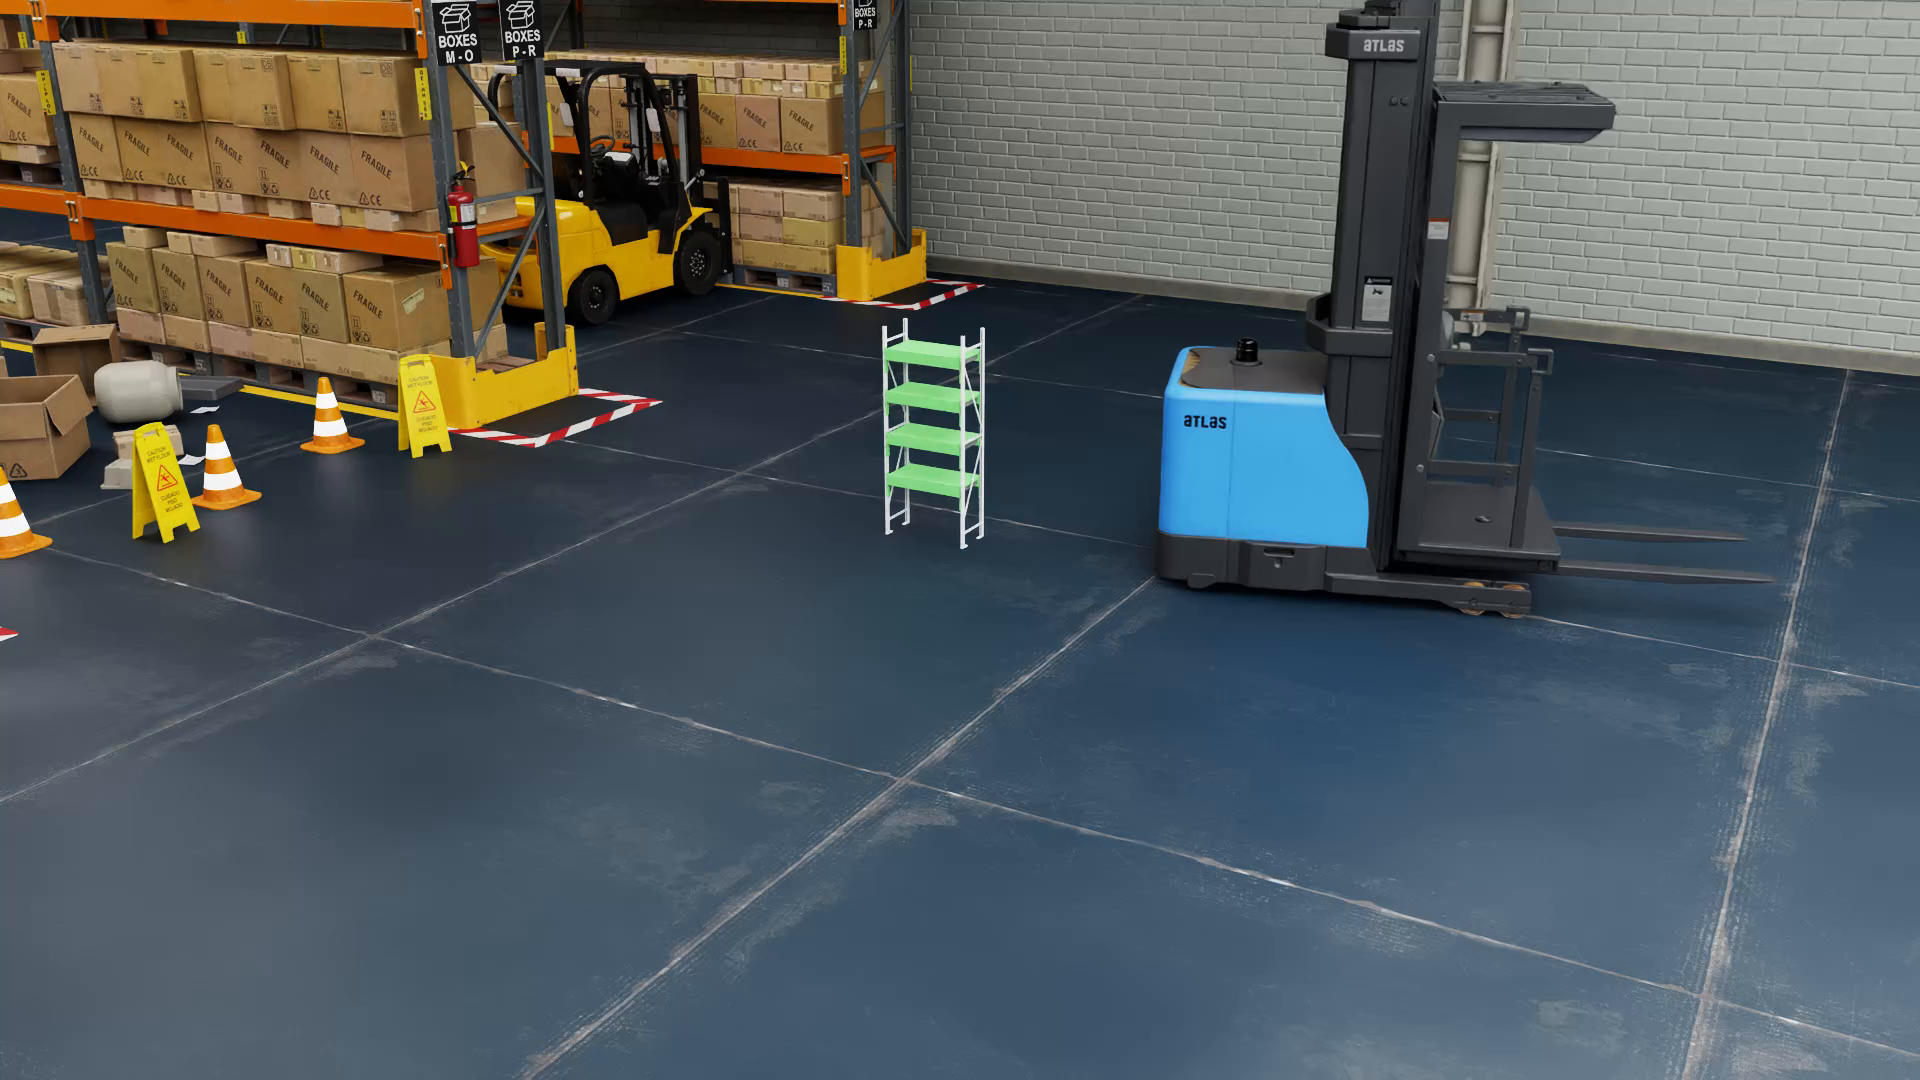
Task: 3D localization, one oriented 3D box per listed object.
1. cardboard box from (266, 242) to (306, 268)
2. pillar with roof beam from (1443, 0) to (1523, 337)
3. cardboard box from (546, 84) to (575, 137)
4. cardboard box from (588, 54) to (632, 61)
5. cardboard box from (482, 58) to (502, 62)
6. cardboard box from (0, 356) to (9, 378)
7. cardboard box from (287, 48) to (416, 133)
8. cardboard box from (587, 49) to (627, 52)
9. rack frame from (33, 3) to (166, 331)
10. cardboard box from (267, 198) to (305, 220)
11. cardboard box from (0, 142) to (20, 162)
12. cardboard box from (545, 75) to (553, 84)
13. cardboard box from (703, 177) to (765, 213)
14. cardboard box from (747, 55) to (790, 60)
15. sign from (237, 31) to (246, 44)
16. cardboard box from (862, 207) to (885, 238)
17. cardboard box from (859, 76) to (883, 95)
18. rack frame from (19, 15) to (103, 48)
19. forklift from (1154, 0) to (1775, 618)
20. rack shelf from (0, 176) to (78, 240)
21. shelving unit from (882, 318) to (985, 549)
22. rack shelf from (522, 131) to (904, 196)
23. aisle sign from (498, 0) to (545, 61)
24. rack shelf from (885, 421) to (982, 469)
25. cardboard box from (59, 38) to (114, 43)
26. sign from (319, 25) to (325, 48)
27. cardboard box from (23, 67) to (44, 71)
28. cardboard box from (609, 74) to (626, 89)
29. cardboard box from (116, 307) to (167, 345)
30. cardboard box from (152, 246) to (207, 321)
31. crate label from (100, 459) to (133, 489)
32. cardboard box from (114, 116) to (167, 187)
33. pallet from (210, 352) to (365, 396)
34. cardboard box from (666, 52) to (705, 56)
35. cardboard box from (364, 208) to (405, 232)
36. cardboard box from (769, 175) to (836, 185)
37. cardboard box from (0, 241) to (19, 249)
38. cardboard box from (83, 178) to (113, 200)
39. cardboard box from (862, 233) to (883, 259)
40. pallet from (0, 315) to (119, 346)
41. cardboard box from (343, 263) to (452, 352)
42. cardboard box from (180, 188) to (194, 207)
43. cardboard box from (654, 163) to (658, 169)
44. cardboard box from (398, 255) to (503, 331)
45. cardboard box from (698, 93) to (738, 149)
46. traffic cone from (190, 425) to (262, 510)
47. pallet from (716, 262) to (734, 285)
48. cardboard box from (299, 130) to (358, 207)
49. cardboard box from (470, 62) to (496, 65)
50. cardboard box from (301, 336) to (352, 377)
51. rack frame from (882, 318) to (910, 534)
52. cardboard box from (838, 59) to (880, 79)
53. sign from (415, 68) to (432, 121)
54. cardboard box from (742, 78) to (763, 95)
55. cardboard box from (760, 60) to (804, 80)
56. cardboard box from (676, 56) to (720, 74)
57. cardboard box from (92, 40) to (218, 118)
[{"bbox_3d":[-4.809,-2.099,12.117,0.250,0.149,0.380,12,23,30],"label":"cardboard box"},{"bbox_3d":[2.206,-4.756,9.279,0.400,9.000,9.100,11,23,27],"label":"pillar with roof beam"},{"bbox_3d":[-3.996,-4.392,16.926,0.500,0.500,0.500,10,22,26],"label":"cardboard box"},{"bbox_3d":[-3.449,-4.717,16.435,0.250,0.149,0.380,11,23,28],"label":"cardboard box"},{"bbox_3d":[-5.118,-5.109,17.952,0.250,0.149,0.380,11,22,27],"label":"cardboard box"},{"bbox_3d":[-6.771,-0.934,11.004,0.503,0.637,0.797,11,23,27],"label":"cardboard box"},{"bbox_3d":[-4.173,-3.116,11.507,0.500,0.500,0.700,11,23,28],"label":"cardboard box"},{"bbox_3d":[-3.632,-4.971,17.135,0.250,0.149,0.380,10,22,26],"label":"cardboard box"},{"bbox_3d":[-6.674,-3.018,13.286,0.127,3.000,1.000,11,23,27],"label":"rack frame"},{"bbox_3d":[-4.764,-2.425,12.020,0.250,0.149,0.380,11,22,27],"label":"cardboard box"},{"bbox_3d":[-7.479,-3.150,13.402,0.250,0.149,0.380,10,22,26],"label":"cardboard box"},{"bbox_3d":[-4.107,-4.717,16.871,0.250,0.149,0.380,10,22,26],"label":"cardboard box"},{"bbox_3d":[-2.213,-3.354,16.162,0.500,0.250,0.500,11,23,28],"label":"cardboard box"},{"bbox_3d":[-1.854,-4.617,16.161,0.250,0.149,0.380,12,23,29],"label":"cardboard box"},{"bbox_3d":[-8.005,-5.505,18.561,0.005,0.325,0.100,11,23,27],"label":"sign"},{"bbox_3d":[-1.074,-3.111,16.225,0.500,0.250,0.500,11,23,28],"label":"cardboard box"},{"bbox_3d":[-0.934,-4.316,15.768,0.250,0.149,0.380,10,22,26],"label":"cardboard box"},{"bbox_3d":[-11.241,-5.827,21.029,0.127,3.000,1.000,11,23,27],"label":"rack frame"},{"bbox_3d":[2.586,-1.185,8.335,3.031,2.935,1.130,4,20,11],"label":"forklift"},{"bbox_3d":[-8.420,-3.012,14.325,4.000,0.370,1.077,11,23,27],"label":"rack shelf"},{"bbox_3d":[-0.145,-0.592,9.236,0.503,1.200,0.258,11,23,27],"label":"shelving unit"},{"bbox_3d":[-2.510,-3.825,16.567,4.000,0.370,1.077,11,23,27],"label":"rack shelf"},{"bbox_3d":[-2.977,-3.657,11.235,0.004,0.787,0.394,11,23,27],"label":"aisle sign"},{"bbox_3d":[-0.145,-0.532,9.258,0.480,0.148,0.258,11,23,27],"label":"rack shelf"},{"bbox_3d":[-10.475,-5.838,20.297,0.500,0.500,0.700,11,23,28],"label":"cardboard box"},{"bbox_3d":[-7.481,-5.871,19.454,0.005,0.325,0.100,11,23,27],"label":"sign"},{"bbox_3d":[-7.806,-3.735,14.064,0.500,0.500,0.500,11,22,27],"label":"cardboard box"},{"bbox_3d":[-3.231,-4.532,16.362,0.250,0.149,0.380,11,22,27],"label":"cardboard box"},{"bbox_3d":[-6.291,-1.744,13.191,0.500,0.250,0.500,10,22,25],"label":"cardboard box"},{"bbox_3d":[-5.817,-2.011,12.827,0.500,0.500,0.500,12,23,29],"label":"cardboard box"},{"bbox_3d":[-5.148,-0.420,10.321,0.298,0.136,0.250,0,20,-1],"label":"crate label"},{"bbox_3d":[-5.976,-2.972,12.576,0.500,0.500,0.500,11,23,27],"label":"cardboard box"},{"bbox_3d":[-5.001,-1.403,12.924,1.213,0.211,1.003,11,23,27],"label":"pallet"},{"bbox_3d":[-2.728,-4.802,16.671,0.250,0.149,0.380,11,22,27],"label":"cardboard box"},{"bbox_3d":[-3.888,-2.242,11.516,0.250,0.149,0.380,10,22,27],"label":"cardboard box"},{"bbox_3d":[-1.530,-3.424,16.356,0.500,0.250,0.500,11,23,27],"label":"cardboard box"},{"bbox_3d":[-9.030,-2.428,14.897,0.625,0.372,0.950,10,22,26],"label":"cardboard box"},{"bbox_3d":[-6.555,-2.752,12.921,0.250,0.149,0.380,11,23,27],"label":"cardboard box"},{"bbox_3d":[-1.098,-2.876,16.310,0.500,0.250,0.500,11,23,28],"label":"cardboard box"},{"bbox_3d":[-7.354,-1.836,14.117,1.213,0.211,1.003,11,23,27],"label":"pallet"},{"bbox_3d":[-4.009,-1.666,11.875,0.500,0.500,0.500,11,23,28],"label":"cardboard box"},{"bbox_3d":[-5.616,-2.604,12.512,0.250,0.149,0.380,11,23,27],"label":"cardboard box"},{"bbox_3d":[-3.283,-3.767,17.301,0.500,0.250,0.500,10,22,27],"label":"cardboard box"},{"bbox_3d":[-3.772,-1.830,12.328,0.500,0.500,0.500,10,22,26],"label":"cardboard box"},{"bbox_3d":[-2.218,-4.056,16.000,0.500,0.500,0.500,10,22,26],"label":"cardboard box"},{"bbox_3d":[-4.431,-0.461,9.956,0.334,0.463,0.336,11,23,27],"label":"traffic cone"},{"bbox_3d":[-2.513,-2.838,16.879,1.213,0.211,1.003,11,23,27],"label":"pallet"},{"bbox_3d":[-4.225,-2.632,11.640,0.500,0.500,0.500,11,23,27],"label":"cardboard box"},{"bbox_3d":[-5.085,-4.933,17.467,0.250,0.149,0.380,11,23,27],"label":"cardboard box"},{"bbox_3d":[-4.467,-1.400,12.243,0.500,0.250,0.500,11,23,27],"label":"cardboard box"},{"bbox_3d":[-0.358,-0.632,9.348,0.015,1.200,0.240,11,23,27],"label":"rack frame"},{"bbox_3d":[-0.953,-4.442,15.678,0.250,0.149,0.380,10,22,26],"label":"cardboard box"},{"bbox_3d":[-3.470,-2.884,10.754,0.005,0.325,0.100,11,23,27],"label":"sign"},{"bbox_3d":[-1.849,-4.297,15.713,0.250,0.149,0.380,11,22,27],"label":"cardboard box"},{"bbox_3d":[-1.652,-4.387,15.525,0.250,0.149,0.380,11,23,28],"label":"cardboard box"},{"bbox_3d":[-2.522,-4.573,16.039,0.250,0.149,0.380,11,23,28],"label":"cardboard box"},{"bbox_3d":[-5.960,-3.445,12.416,0.500,0.500,0.700,11,23,28],"label":"cardboard box"}]
